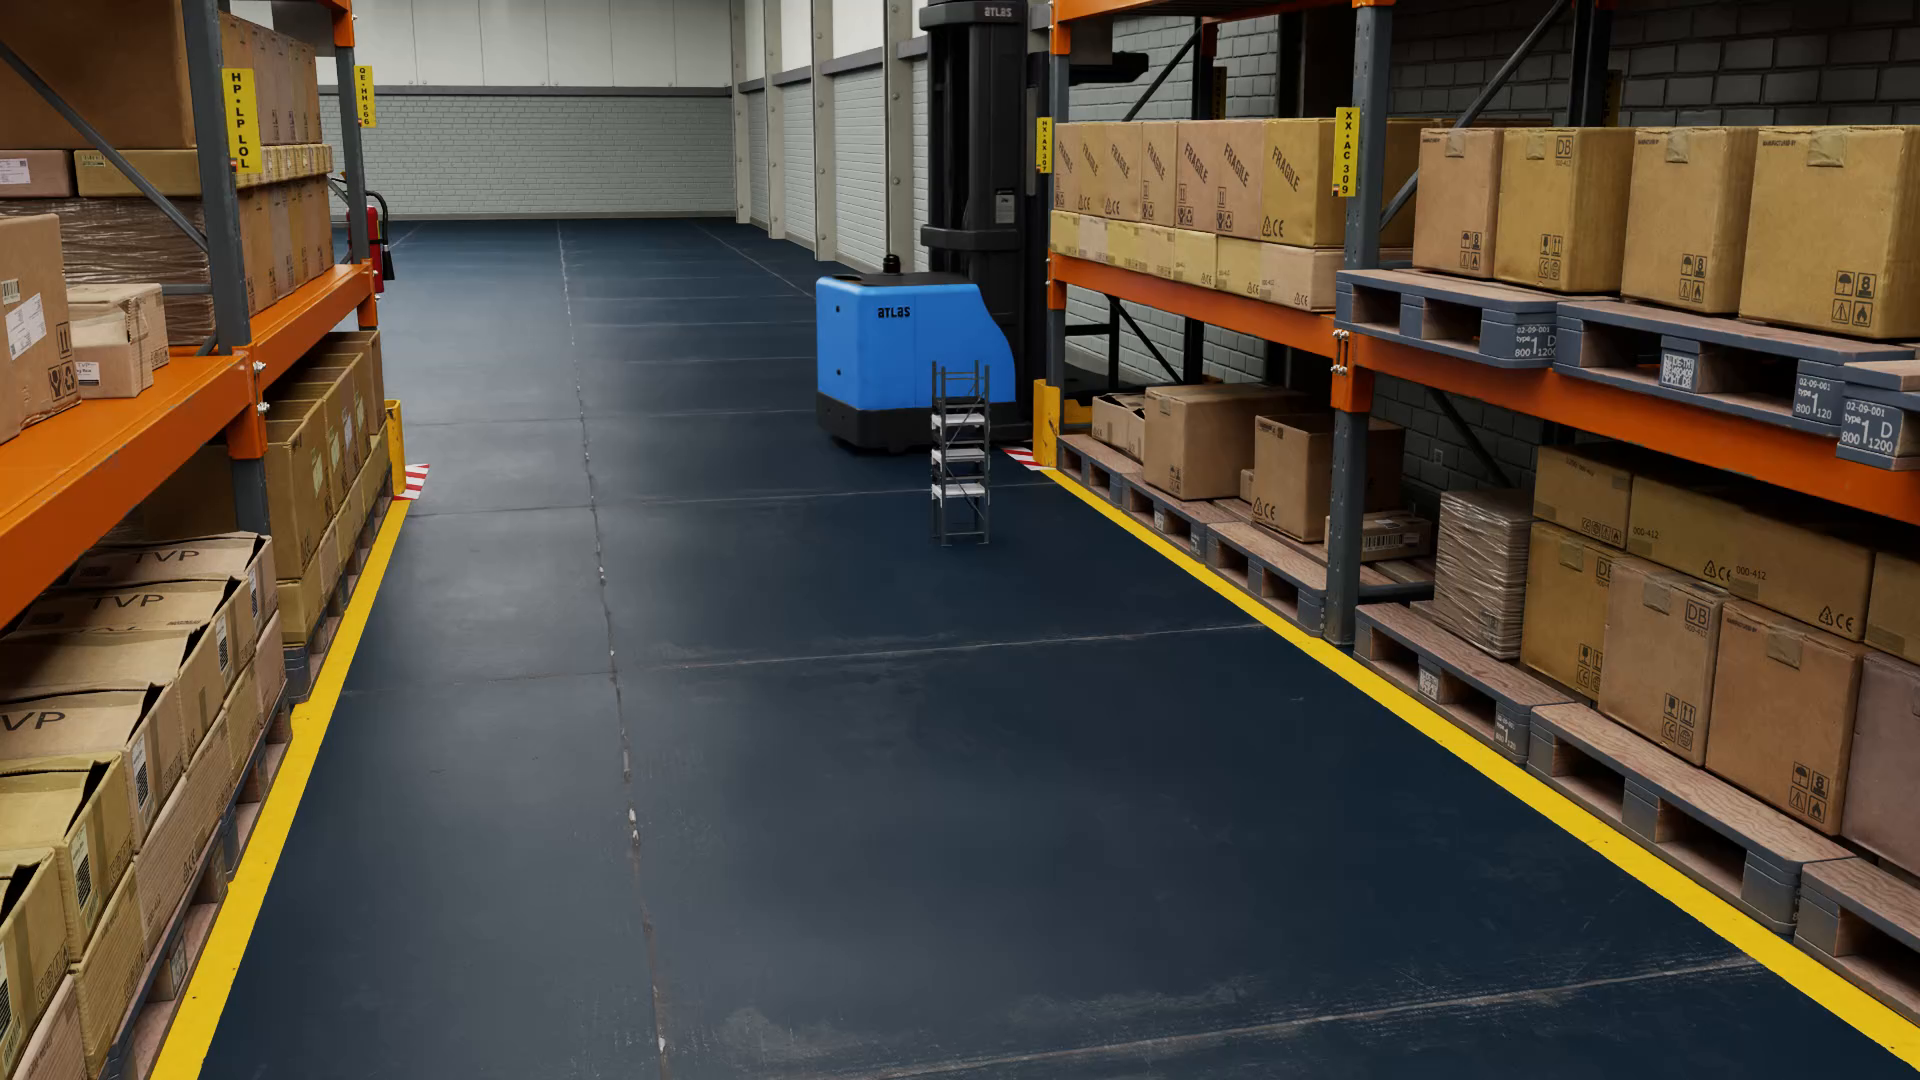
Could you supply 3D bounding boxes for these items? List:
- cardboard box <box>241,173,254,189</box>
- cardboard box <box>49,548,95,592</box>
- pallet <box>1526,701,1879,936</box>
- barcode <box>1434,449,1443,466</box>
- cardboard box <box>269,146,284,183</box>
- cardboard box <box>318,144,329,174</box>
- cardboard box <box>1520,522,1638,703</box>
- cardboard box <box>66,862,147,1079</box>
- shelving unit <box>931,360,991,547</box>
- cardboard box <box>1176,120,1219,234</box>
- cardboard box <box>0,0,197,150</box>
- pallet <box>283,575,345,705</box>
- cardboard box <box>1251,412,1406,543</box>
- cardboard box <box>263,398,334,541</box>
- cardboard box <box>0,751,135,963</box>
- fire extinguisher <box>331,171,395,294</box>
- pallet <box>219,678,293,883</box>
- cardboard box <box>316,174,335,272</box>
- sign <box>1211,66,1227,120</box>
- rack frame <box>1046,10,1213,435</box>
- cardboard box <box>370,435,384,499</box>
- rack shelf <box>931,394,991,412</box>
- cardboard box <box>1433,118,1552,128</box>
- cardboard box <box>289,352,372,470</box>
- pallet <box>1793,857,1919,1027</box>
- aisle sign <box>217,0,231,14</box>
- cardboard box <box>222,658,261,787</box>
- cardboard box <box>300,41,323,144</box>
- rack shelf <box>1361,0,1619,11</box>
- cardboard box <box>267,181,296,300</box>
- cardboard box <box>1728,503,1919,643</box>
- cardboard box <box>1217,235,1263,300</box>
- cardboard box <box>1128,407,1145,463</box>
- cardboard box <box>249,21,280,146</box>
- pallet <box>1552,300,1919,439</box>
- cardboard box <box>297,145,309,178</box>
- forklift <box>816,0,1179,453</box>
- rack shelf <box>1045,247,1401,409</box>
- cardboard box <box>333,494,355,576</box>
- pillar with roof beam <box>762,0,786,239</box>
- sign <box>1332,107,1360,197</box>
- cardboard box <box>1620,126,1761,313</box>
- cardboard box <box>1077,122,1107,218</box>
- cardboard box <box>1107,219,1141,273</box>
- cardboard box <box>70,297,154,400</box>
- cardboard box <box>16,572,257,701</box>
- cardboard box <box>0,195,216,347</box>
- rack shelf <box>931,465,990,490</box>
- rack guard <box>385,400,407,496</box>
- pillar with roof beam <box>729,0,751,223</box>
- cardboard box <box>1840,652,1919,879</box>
[{"bbox_3d":[-2.896,-1.405,6.279,0.380,0.149,0.250,-3,14,-14],"label":"cardboard box"},{"bbox_3d":[-2.982,0.178,5.105,0.500,0.311,0.500,-3,14,-13],"label":"cardboard box"},{"bbox_3d":[2.452,0.749,4.918,1.003,0.211,1.213,-3,14,-13],"label":"pallet"},{"bbox_3d":[2.084,-0.360,7.247,0.001,0.075,0.075,-3,14,-13],"label":"barcode"},{"bbox_3d":[-3.079,-1.584,7.013,0.380,0.149,0.250,-3,14,-14],"label":"cardboard box"},{"bbox_3d":[-3.438,-1.939,8.466,0.380,0.149,0.250,-3,14,-12],"label":"cardboard box"},{"bbox_3d":[2.337,0.218,5.553,0.700,0.500,0.500,-4,14,-14],"label":"cardboard box"},{"bbox_3d":[-1.981,0.891,3.367,0.500,0.250,0.500,-4,14,-15],"label":"cardboard box"},{"bbox_3d":[0.002,-0.435,8.313,0.258,0.900,0.210,-3,14,-13],"label":"shelving unit"},{"bbox_3d":[1.336,-1.692,7.726,0.500,0.500,0.500,-4,14,-15],"label":"cardboard box"},{"bbox_3d":[-2.947,-1.571,5.594,0.700,0.500,0.500,-3,14,-13],"label":"cardboard box"},{"bbox_3d":[-2.983,0.378,6.434,1.003,0.211,1.213,-3,14,-13],"label":"pallet"},{"bbox_3d":[1.695,-0.304,7.691,0.500,0.500,0.500,-4,14,-17],"label":"cardboard box"},{"bbox_3d":[-2.766,-0.262,6.509,0.500,0.500,0.500,-3,14,-13],"label":"cardboard box"},{"bbox_3d":[-1.984,0.616,3.313,0.500,0.311,0.500,-4,14,-15],"label":"cardboard box"},{"bbox_3d":[-3.352,-1.729,9.346,0.296,0.674,0.183,-3,14,-13],"label":"fire extinguisher"},{"bbox_3d":[-2.626,0.732,4.986,1.003,0.211,1.213,-3,14,-13],"label":"pallet"},{"bbox_3d":[-3.679,-1.653,8.664,0.700,0.500,0.500,-3,14,-13],"label":"cardboard box"},{"bbox_3d":[1.583,-2.732,10.186,0.100,0.325,0.005,-3,14,-13],"label":"sign"},{"bbox_3d":[1.038,-1.990,10.253,1.000,3.000,0.127,-3,14,-13],"label":"rack frame"},{"bbox_3d":[-3.234,-0.360,8.487,0.500,0.250,0.500,-3,14,-13],"label":"cardboard box"},{"bbox_3d":[0.002,-0.665,8.256,0.258,0.077,0.200,-3,14,-13],"label":"rack shelf"},{"bbox_3d":[2.070,-1.489,6.894,0.500,0.500,0.500,-4,14,-14],"label":"cardboard box"},{"bbox_3d":[-3.112,-0.609,7.927,0.500,0.500,0.500,-3,14,-13],"label":"cardboard box"},{"bbox_3d":[2.735,1.030,3.768,1.003,0.211,1.213,-3,14,-13],"label":"pallet"},{"bbox_3d":[-4.089,-2.974,8.803,0.394,0.787,0.004,-3,14,-13],"label":"aisle sign"},{"bbox_3d":[-2.340,0.538,4.815,0.500,0.250,0.500,-4,14,-14],"label":"cardboard box"},{"bbox_3d":[-3.666,-2.271,8.460,0.700,0.500,0.500,-3,14,-13],"label":"cardboard box"},{"bbox_3d":[2.448,-1.714,4.317,1.077,0.370,4.000,-3,14,-13],"label":"rack shelf"},{"bbox_3d":[-3.312,-1.296,7.202,0.700,0.500,0.500,-3,14,-11],"label":"cardboard box"},{"bbox_3d":[2.499,0.075,4.559,0.500,0.250,0.500,-3,14,-13],"label":"cardboard box"},{"bbox_3d":[1.463,-1.212,7.342,0.500,0.250,0.500,-3,14,-13],"label":"cardboard box"},{"bbox_3d":[1.247,-0.602,9.308,0.500,0.311,0.500,-2,14,-9],"label":"cardboard box"},{"bbox_3d":[-3.300,-1.919,7.015,0.700,0.500,0.500,-3,14,-13],"label":"cardboard box"},{"bbox_3d":[2.413,-0.506,4.581,1.003,0.211,1.213,-3,14,-13],"label":"pallet"},{"bbox_3d":[-3.259,-1.761,7.739,0.380,0.149,0.250,-3,14,-11],"label":"cardboard box"},{"bbox_3d":[0.590,-2.175,11.155,3.031,2.935,1.130,-5,15,-21],"label":"forklift"},{"bbox_3d":[1.508,-1.179,8.450,1.077,0.370,4.000,-3,14,-13],"label":"rack shelf"},{"bbox_3d":[-2.876,-0.014,7.072,0.500,0.250,0.500,-3,14,-13],"label":"cardboard box"},{"bbox_3d":[-7.778,-10.088,30.757,9.100,9.000,0.400,-3,14,-13],"label":"pillar with roof beam"},{"bbox_3d":[1.452,-1.456,6.242,0.100,0.325,0.005,-3,14,-13],"label":"sign"},{"bbox_3d":[2.373,-0.931,4.779,0.700,0.500,0.500,-1,14,-5],"label":"cardboard box"},{"bbox_3d":[0.965,-2.050,9.191,0.500,0.500,0.500,-3,14,-13],"label":"cardboard box"},{"bbox_3d":[1.094,-1.560,8.766,0.500,0.250,0.500,-4,14,-14],"label":"cardboard box"},{"bbox_3d":[-2.451,-0.533,4.570,0.396,0.266,0.258,-4,14,-15],"label":"cardboard box"},{"bbox_3d":[-2.334,0.266,4.745,0.500,0.311,0.500,-3,14,-12],"label":"cardboard box"},{"bbox_3d":[-2.947,-0.941,5.748,0.700,0.500,0.500,-4,14,-15],"label":"cardboard box"},{"bbox_3d":[0.002,-0.315,8.342,0.258,0.077,0.200,-3,14,-13],"label":"rack shelf"},{"bbox_3d":[-3.782,-0.504,9.438,1.175,0.500,0.348,-3,14,-13],"label":"rack guard"},{"bbox_3d":[-9.187,-11.472,36.423,9.100,9.000,0.400,-3,14,-13],"label":"pillar with roof beam"},{"bbox_3d":[2.689,0.567,4.124,0.700,0.500,0.500,-3,14,-13],"label":"cardboard box"}]
